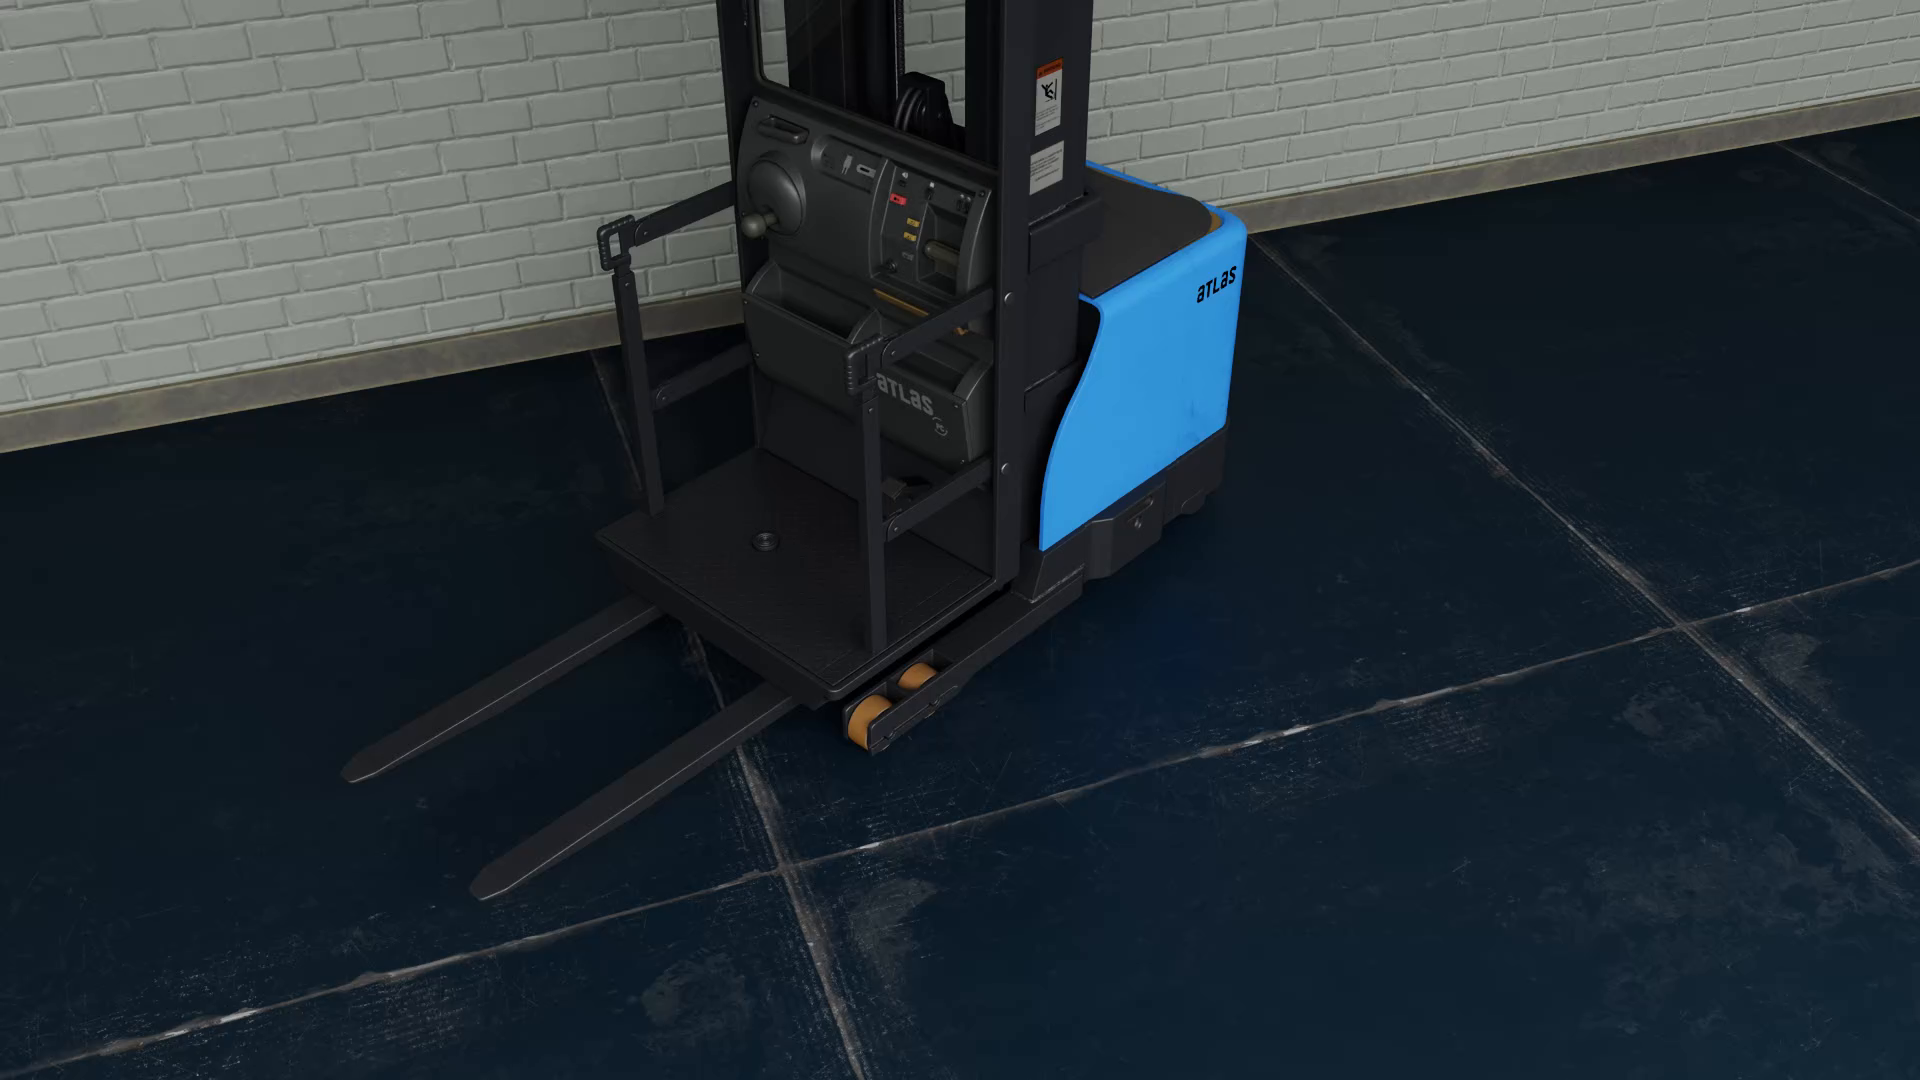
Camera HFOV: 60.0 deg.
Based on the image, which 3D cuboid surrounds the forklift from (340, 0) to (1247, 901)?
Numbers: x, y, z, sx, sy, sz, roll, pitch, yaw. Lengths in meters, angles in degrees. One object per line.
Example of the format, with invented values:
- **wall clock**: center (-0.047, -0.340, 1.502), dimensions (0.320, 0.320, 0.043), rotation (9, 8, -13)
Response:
- **forklift**: center (-0.425, -0.893, 4.499), dimensions (1.130, 2.935, 3.031), rotation (29, 46, 33)

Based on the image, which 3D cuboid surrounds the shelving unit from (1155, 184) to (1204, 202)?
- **shelving unit**: center (0.698, -0.819, 6.090), dimensions (0.210, 0.900, 0.258), rotation (29, 46, 33)
